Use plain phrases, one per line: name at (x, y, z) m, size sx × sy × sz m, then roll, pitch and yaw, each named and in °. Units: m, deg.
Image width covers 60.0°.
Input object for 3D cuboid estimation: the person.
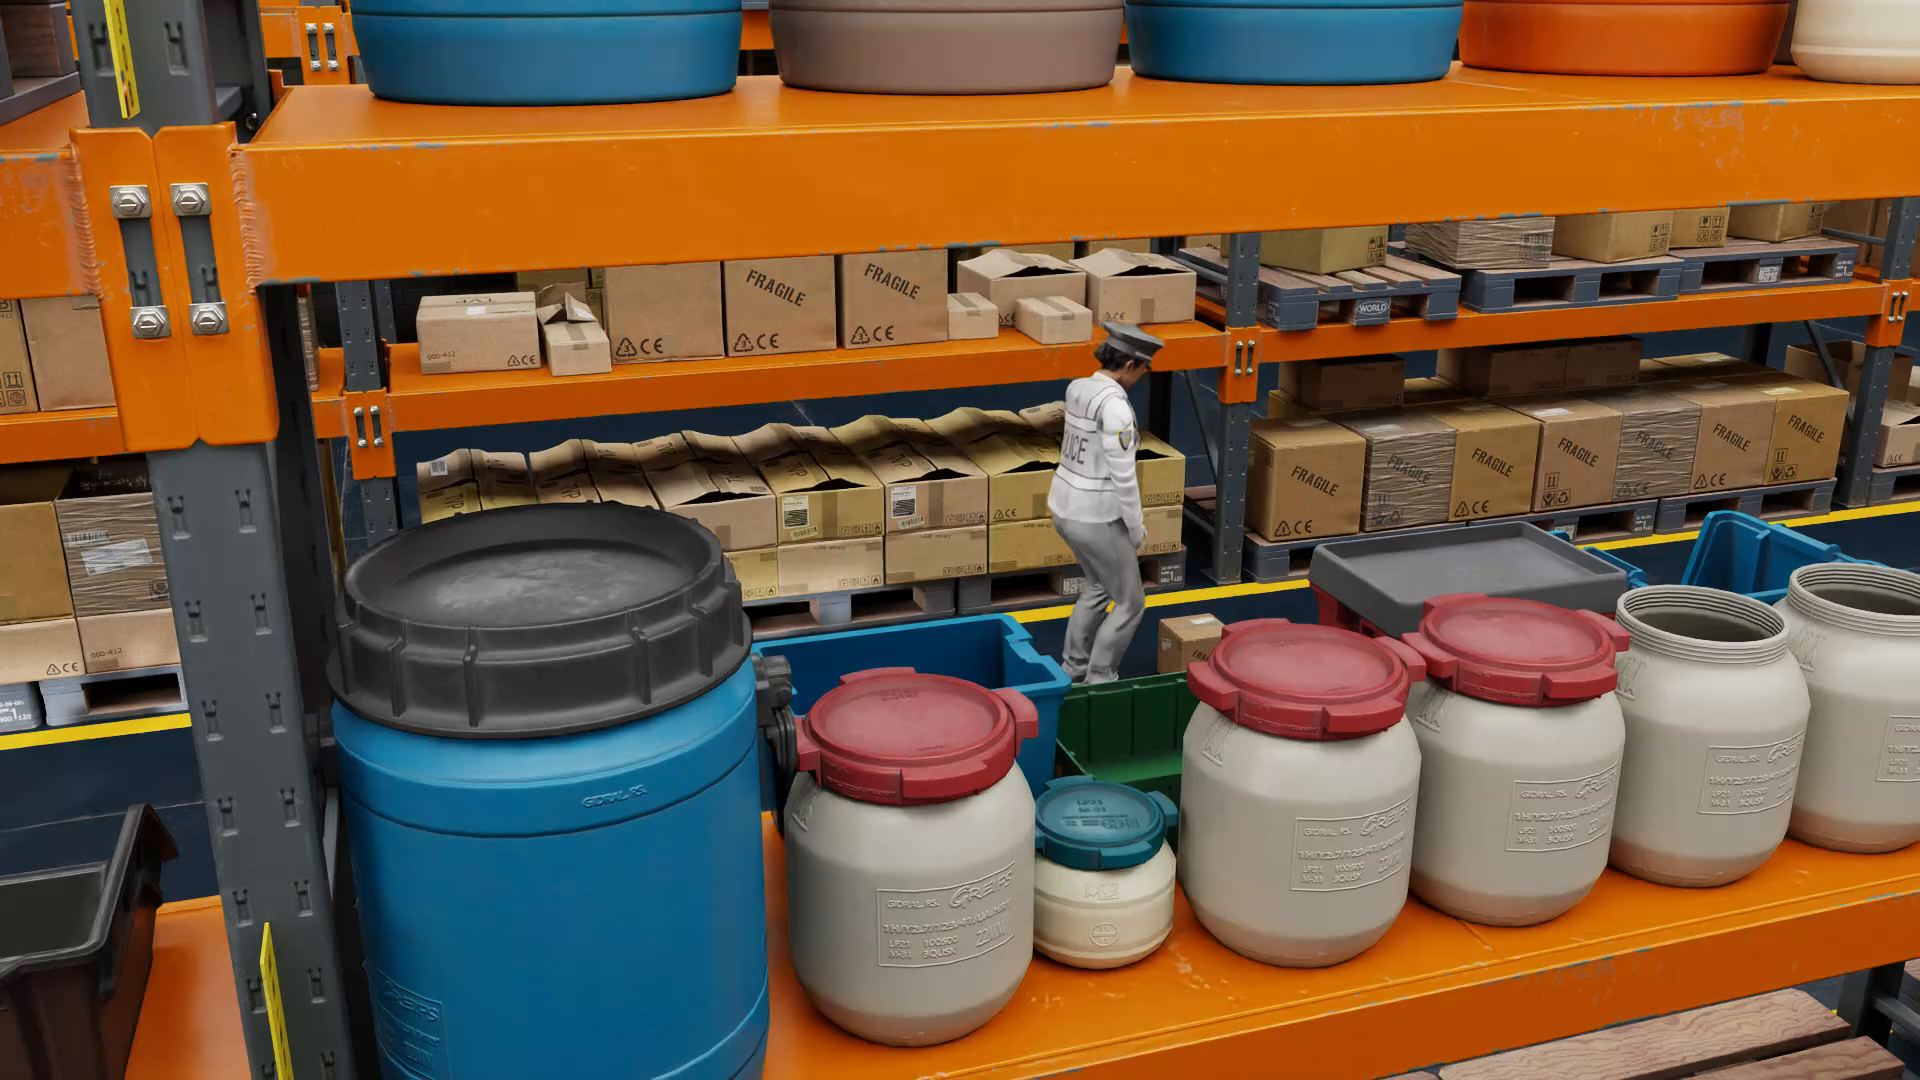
person at (0.598, -0.102, 6.949) m, size 0.465 × 1.616 × 0.504 m, roll -6°, pitch 20°, yaw -17°
